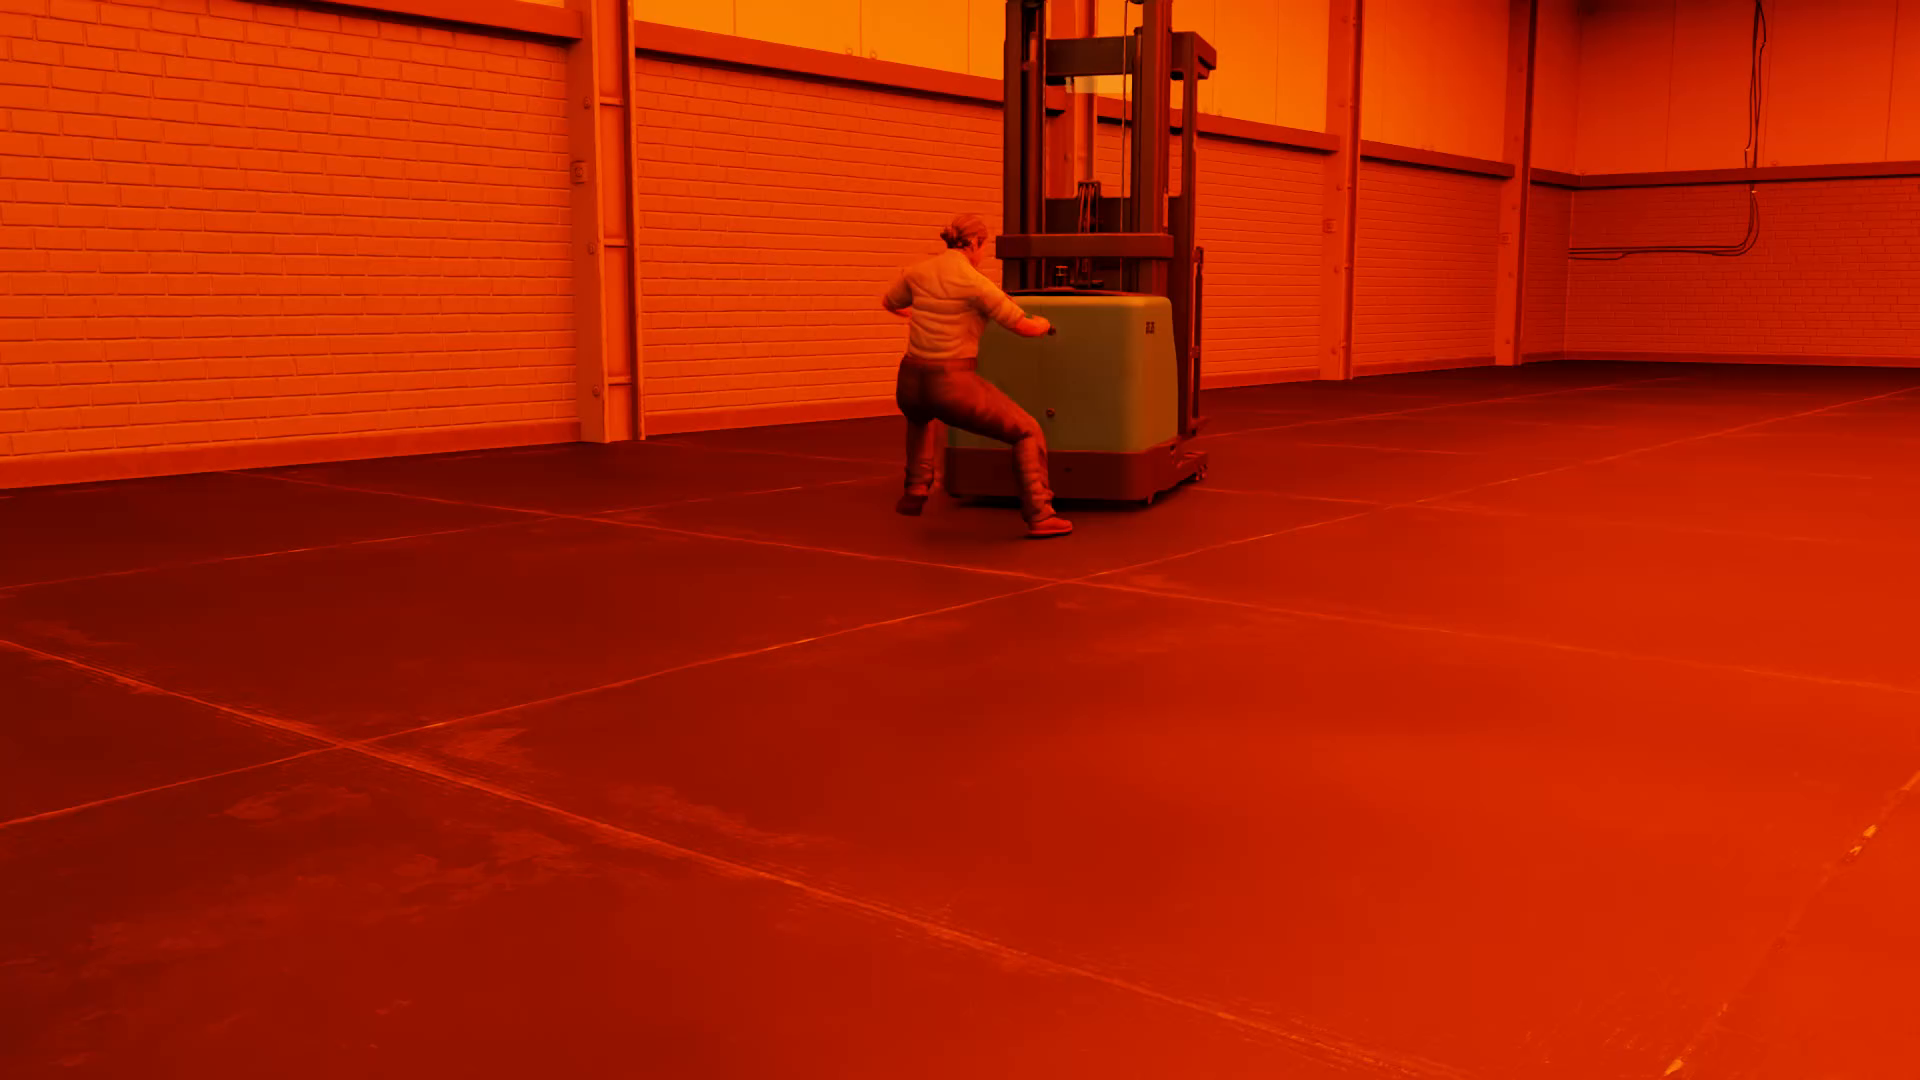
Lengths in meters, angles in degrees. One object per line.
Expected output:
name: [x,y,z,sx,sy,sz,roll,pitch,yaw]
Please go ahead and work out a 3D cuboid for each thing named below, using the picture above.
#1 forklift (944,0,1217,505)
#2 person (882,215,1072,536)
forklift: [0.851,-1.801,9.593,1.130,2.935,3.031,3,9,17]
person: [0.052,-0.761,7.675,0.952,1.427,0.711,7,11,38]
